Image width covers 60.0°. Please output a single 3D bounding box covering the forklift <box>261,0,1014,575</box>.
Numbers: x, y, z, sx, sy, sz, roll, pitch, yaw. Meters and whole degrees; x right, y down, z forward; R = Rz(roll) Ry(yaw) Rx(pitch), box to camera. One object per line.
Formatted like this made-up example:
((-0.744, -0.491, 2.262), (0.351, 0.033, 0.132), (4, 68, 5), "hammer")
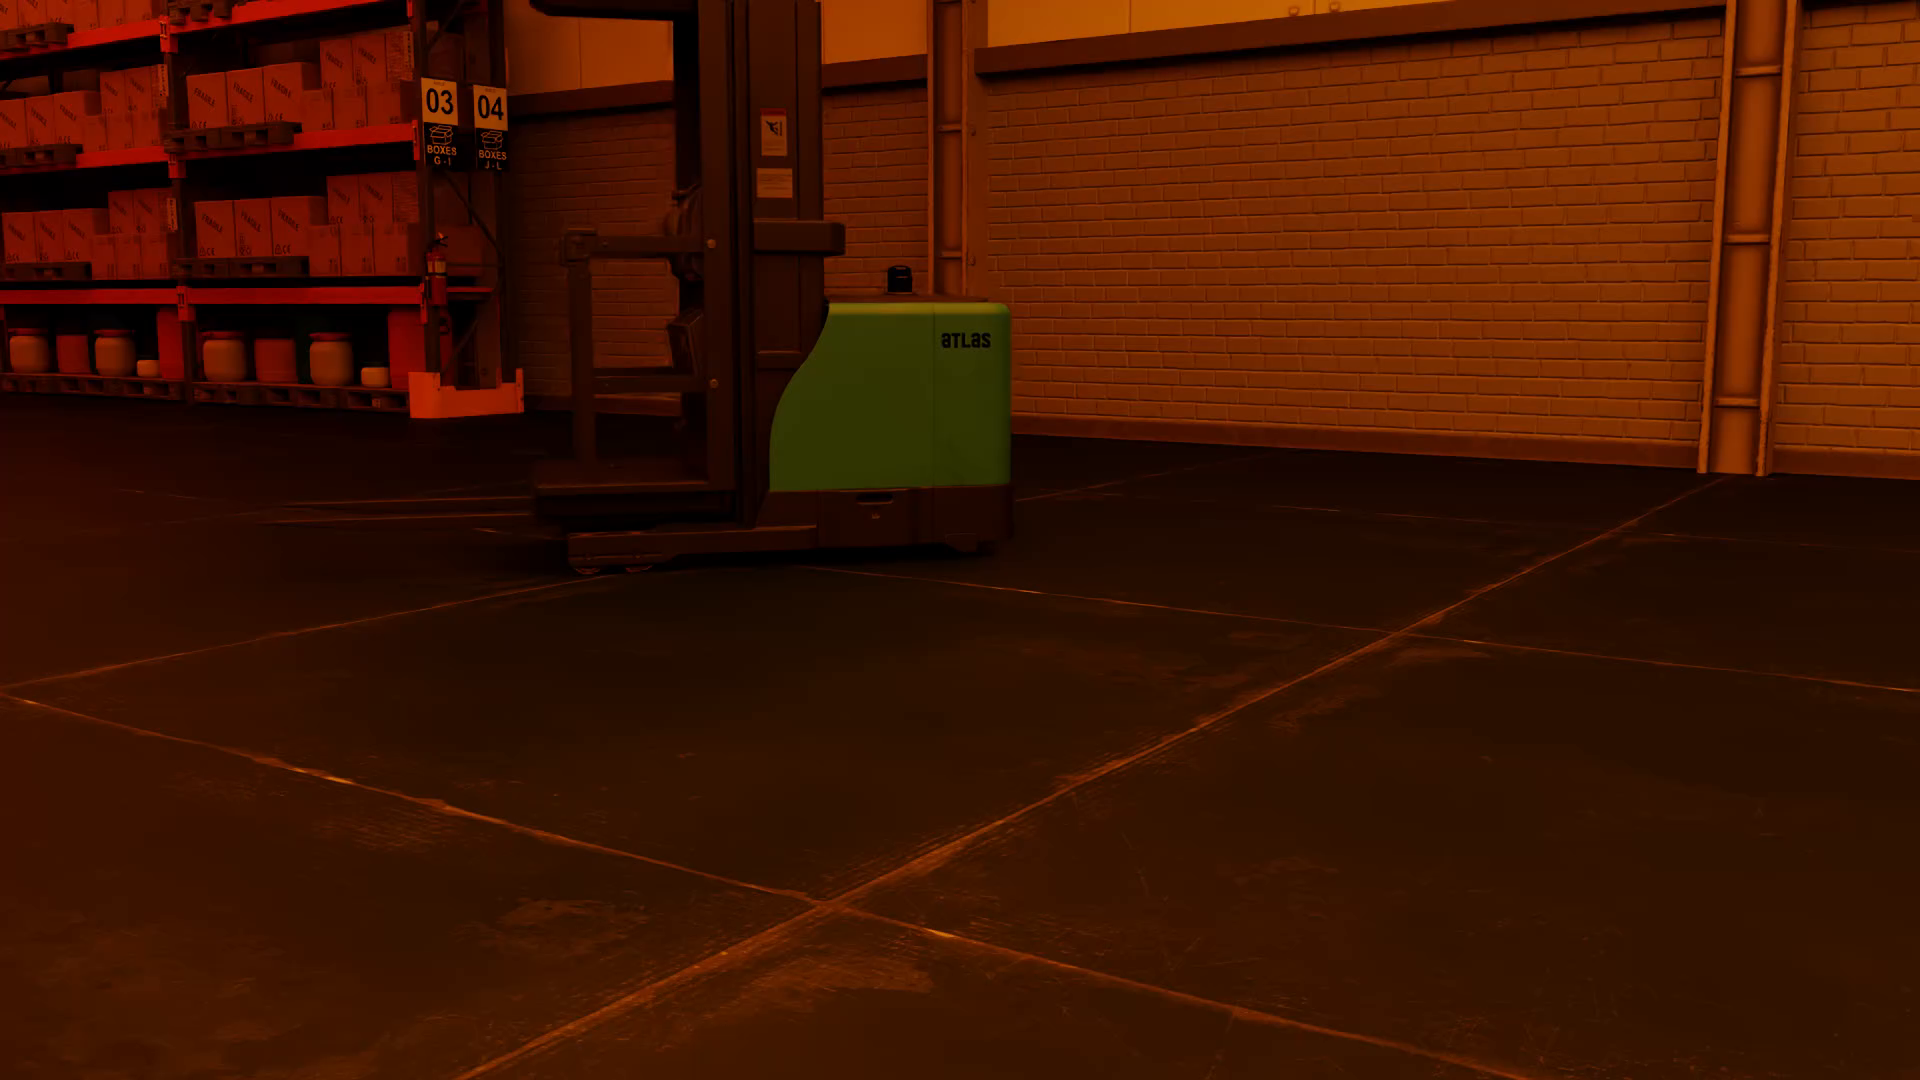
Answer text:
((-1.345, -1.395, 7.004), (3.031, 2.935, 1.130), (-2, 8, -15), "forklift")
